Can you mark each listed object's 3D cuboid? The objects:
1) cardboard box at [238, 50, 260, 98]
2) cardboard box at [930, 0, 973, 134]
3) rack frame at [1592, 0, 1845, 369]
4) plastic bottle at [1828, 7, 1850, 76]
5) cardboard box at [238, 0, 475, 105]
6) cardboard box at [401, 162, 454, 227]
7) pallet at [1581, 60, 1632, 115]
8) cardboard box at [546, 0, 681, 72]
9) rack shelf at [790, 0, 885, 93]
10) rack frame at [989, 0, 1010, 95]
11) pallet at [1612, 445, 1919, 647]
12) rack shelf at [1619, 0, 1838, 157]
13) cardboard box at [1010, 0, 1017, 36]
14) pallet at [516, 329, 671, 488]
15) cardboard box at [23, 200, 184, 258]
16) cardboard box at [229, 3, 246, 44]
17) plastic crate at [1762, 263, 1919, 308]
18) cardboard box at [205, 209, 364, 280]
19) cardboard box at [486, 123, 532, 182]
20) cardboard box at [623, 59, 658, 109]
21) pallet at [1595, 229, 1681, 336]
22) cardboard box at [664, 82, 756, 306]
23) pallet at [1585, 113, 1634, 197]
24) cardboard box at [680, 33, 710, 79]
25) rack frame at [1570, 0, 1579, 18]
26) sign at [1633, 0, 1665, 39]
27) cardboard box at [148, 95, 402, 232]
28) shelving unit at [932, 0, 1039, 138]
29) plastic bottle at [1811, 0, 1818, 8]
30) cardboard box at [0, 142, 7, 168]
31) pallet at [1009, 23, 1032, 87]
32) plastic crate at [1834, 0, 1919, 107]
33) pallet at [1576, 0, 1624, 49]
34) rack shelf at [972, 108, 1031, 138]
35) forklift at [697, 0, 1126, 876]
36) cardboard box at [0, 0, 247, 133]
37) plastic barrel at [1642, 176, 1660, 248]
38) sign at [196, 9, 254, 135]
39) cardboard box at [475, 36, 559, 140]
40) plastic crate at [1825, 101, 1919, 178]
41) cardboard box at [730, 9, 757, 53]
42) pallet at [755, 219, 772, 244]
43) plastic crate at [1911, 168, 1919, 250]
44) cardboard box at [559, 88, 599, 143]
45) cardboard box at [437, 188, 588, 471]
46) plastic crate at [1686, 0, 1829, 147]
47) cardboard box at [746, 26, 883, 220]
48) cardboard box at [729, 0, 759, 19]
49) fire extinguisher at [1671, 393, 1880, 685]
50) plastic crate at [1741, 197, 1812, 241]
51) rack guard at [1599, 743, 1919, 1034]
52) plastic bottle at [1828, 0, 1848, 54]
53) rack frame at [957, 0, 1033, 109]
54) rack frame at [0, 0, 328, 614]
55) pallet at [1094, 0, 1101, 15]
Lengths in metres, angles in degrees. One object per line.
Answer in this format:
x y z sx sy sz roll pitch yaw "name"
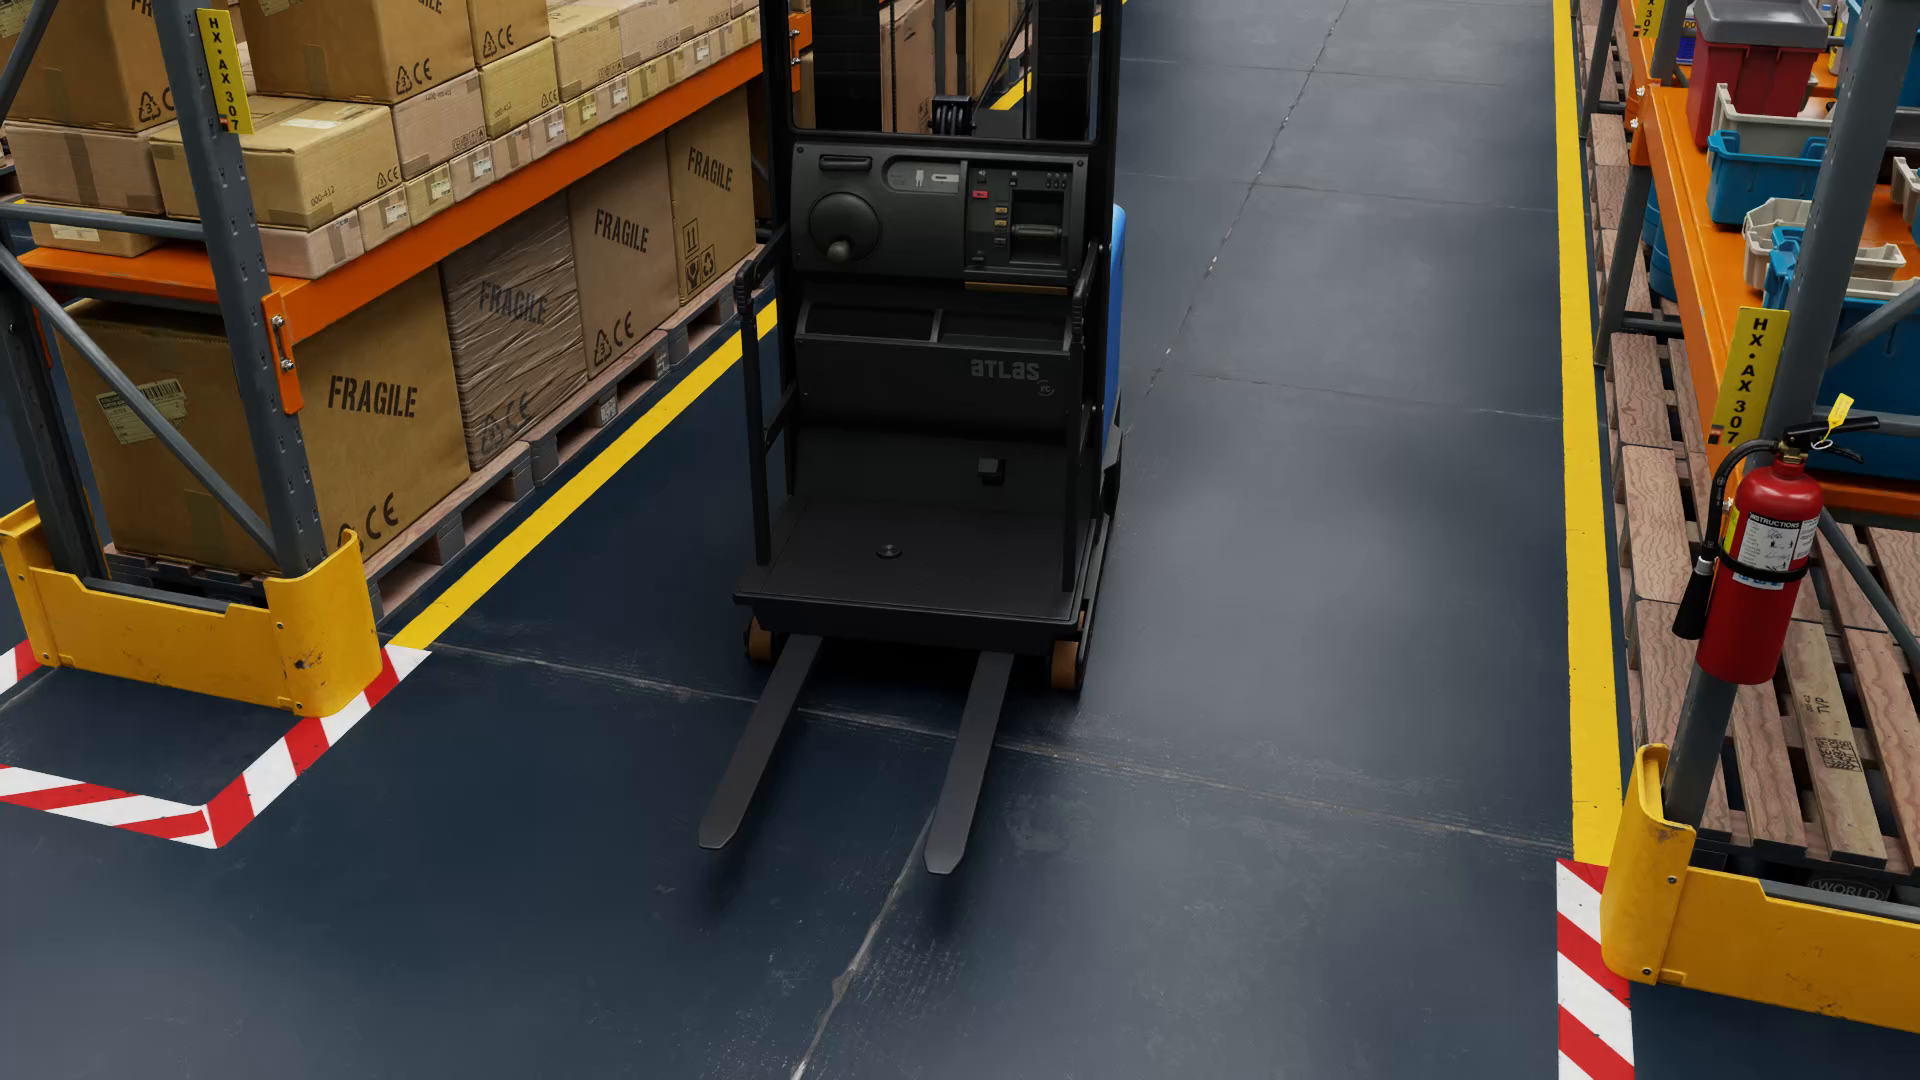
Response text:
-2.448 -1.478 5.670 0.500 0.250 0.500 8 30 14 "cardboard box"
-0.630 -3.157 10.593 1.225 0.875 0.875 9 30 15 "cardboard box"
3.423 -2.067 6.880 1.000 3.000 0.127 8 30 15 "rack frame"
3.848 -2.182 7.137 0.144 0.351 0.185 8 30 15 "plastic bottle"
-1.941 -1.724 5.341 0.500 0.500 0.500 8 30 14 "cardboard box"
-1.918 -1.162 5.511 0.380 0.149 0.250 8 30 14 "cardboard box"
4.861 -3.062 11.537 1.003 0.211 1.213 8 30 15 "pallet"
-1.490 -2.118 6.819 0.500 0.250 0.500 9 30 16 "cardboard box"
-0.725 -3.389 9.996 1.077 0.370 4.000 8 30 15 "rack shelf"
-0.138 -4.633 11.492 1.000 3.000 0.127 8 30 15 "rack frame"
2.888 0.068 5.912 1.003 0.211 1.213 8 30 15 "pallet"
4.010 -2.682 8.726 1.077 0.370 4.000 8 30 15 "rack shelf"
0.039 -4.047 12.558 0.700 0.500 0.500 7 30 12 "cardboard box"
-1.966 -0.644 7.191 1.003 0.211 1.213 8 30 15 "pallet"
-2.697 -1.018 5.252 0.380 0.149 0.250 9 30 16 "cardboard box"
-5.259 -3.417 11.446 0.500 0.500 0.500 9 30 16 "cardboard box"
2.414 -0.657 4.554 0.396 0.136 0.243 8 30 15 "plastic crate"
-2.067 -0.923 5.082 0.380 0.149 0.250 9 30 15 "cardboard box"
-1.767 -1.401 5.941 0.380 0.149 0.250 8 30 14 "cardboard box"
-1.465 -1.878 6.799 0.380 0.149 0.250 8 30 14 "cardboard box"
3.689 -1.201 8.192 1.003 0.211 1.213 8 30 15 "pallet"
-1.582 -1.734 8.034 0.875 0.875 0.875 8 30 15 "cardboard box"
4.405 -2.335 10.230 1.003 0.211 1.213 8 30 15 "pallet"
-1.315 -2.117 7.229 0.380 0.149 0.250 9 30 16 "cardboard box"
5.771 -5.785 13.563 1.000 3.000 0.127 8 30 15 "rack frame"
2.897 -2.267 6.956 0.100 0.325 0.005 8 30 15 "sign"
-2.087 -1.164 5.105 0.500 0.250 0.500 8 30 14 "cardboard box"
0.147 -1.478 6.747 0.431 2.100 0.503 5 29 8 "shelving unit"
4.049 -2.626 8.012 0.152 0.276 0.135 8 30 15 "plastic bottle"
-5.813 -2.235 9.683 0.380 0.149 0.250 9 30 16 "cardboard box"
0.093 -3.777 12.823 1.003 0.211 1.213 8 30 15 "pallet"
3.612 -1.821 6.392 0.392 0.384 0.575 8 30 15 "plastic crate"
5.577 -4.196 13.575 1.003 0.211 1.213 8 30 15 "pallet"
0.147 -1.466 6.753 0.431 0.518 0.480 5 29 8 "rack shelf"
-0.103 -0.983 5.001 1.130 2.935 3.031 5 29 8 "forklift"
-2.595 -1.571 5.066 0.500 0.500 0.500 9 30 15 "cardboard box"
3.806 -1.913 8.330 0.600 0.901 0.708 8 30 15 "plastic barrel"
-1.958 -1.246 4.432 0.100 0.325 0.005 8 30 15 "sign"
-1.790 -1.639 5.960 0.500 0.250 0.500 7 30 13 "cardboard box"
3.351 -1.415 5.929 0.437 0.125 0.590 8 30 15 "plastic crate"
-1.164 -2.356 7.658 0.380 0.149 0.250 9 30 16 "cardboard box"
-1.158 -1.925 9.493 1.003 0.211 1.213 8 30 15 "pallet"
3.110 -0.980 5.037 0.416 0.233 0.300 8 30 15 "plastic crate"
-1.616 -1.638 6.368 0.380 0.149 0.250 8 30 14 "cardboard box"
-2.108 -0.902 6.539 0.875 0.875 0.875 8 30 15 "cardboard box"
2.921 -1.742 6.169 0.402 0.464 0.583 8 30 15 "plastic crate"
-1.143 -2.329 9.105 1.225 0.875 0.875 9 30 15 "cardboard box"
-1.191 -2.596 7.679 0.500 0.250 0.500 8 30 14 "cardboard box"
1.770 -0.006 3.639 0.296 0.674 0.183 8 30 15 "fire extinguisher"
2.541 -0.930 5.045 0.298 0.136 0.250 8 30 15 "plastic crate"
2.254 0.897 4.123 1.175 0.500 0.348 8 30 15 "rack guard"
4.030 -2.344 7.505 0.152 0.276 0.135 8 30 15 "plastic bottle"
0.188 -1.595 6.957 0.400 2.100 0.015 5 29 8 "rack frame"
-2.486 -0.915 4.809 1.000 3.000 0.127 8 30 15 "rack frame"
0.809 -4.911 14.861 1.003 0.211 1.213 8 30 15 "pallet"
